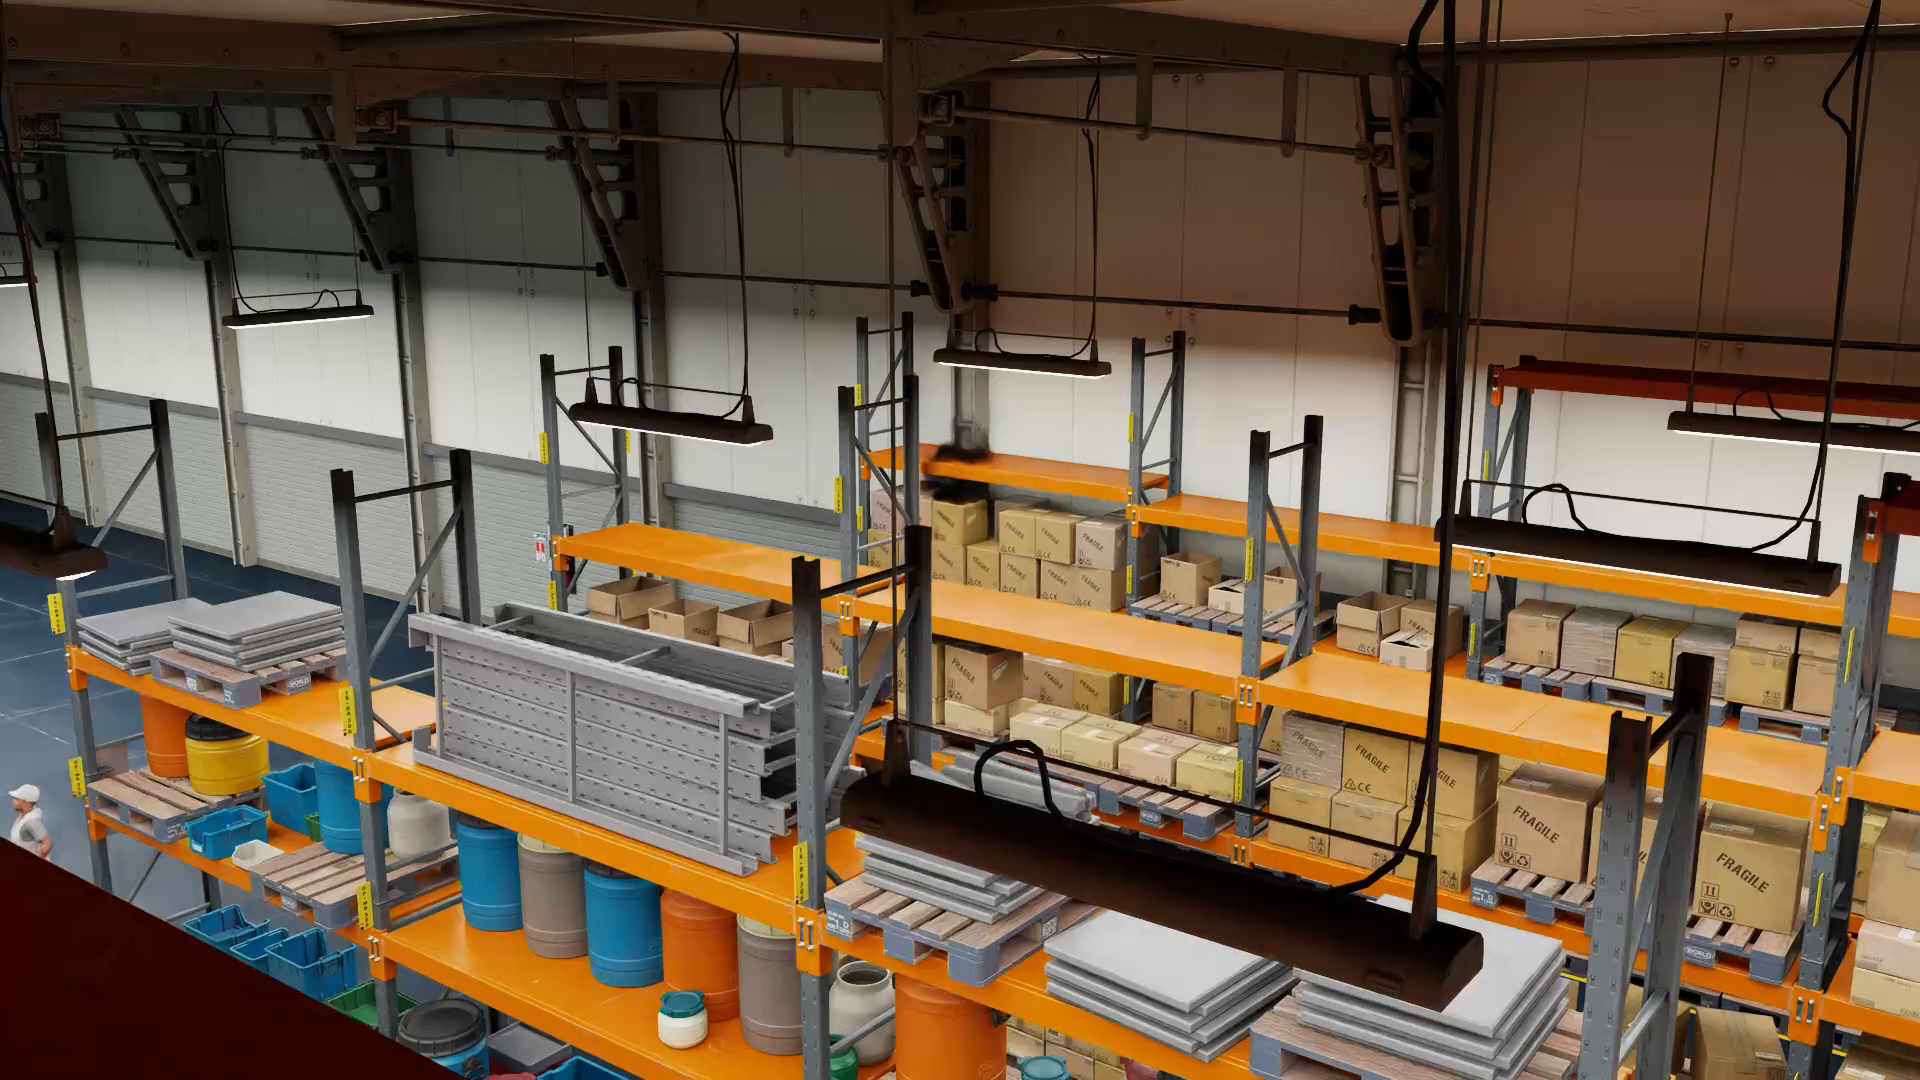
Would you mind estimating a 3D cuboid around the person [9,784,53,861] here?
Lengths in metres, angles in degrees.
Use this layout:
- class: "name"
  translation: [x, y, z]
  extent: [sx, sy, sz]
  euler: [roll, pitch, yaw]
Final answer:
- class: "person"
  translation: [-9.484, 3.346, 17.019]
  extent: [0.866, 1.755, 0.669]
  euler: [-7, 15, -28]
